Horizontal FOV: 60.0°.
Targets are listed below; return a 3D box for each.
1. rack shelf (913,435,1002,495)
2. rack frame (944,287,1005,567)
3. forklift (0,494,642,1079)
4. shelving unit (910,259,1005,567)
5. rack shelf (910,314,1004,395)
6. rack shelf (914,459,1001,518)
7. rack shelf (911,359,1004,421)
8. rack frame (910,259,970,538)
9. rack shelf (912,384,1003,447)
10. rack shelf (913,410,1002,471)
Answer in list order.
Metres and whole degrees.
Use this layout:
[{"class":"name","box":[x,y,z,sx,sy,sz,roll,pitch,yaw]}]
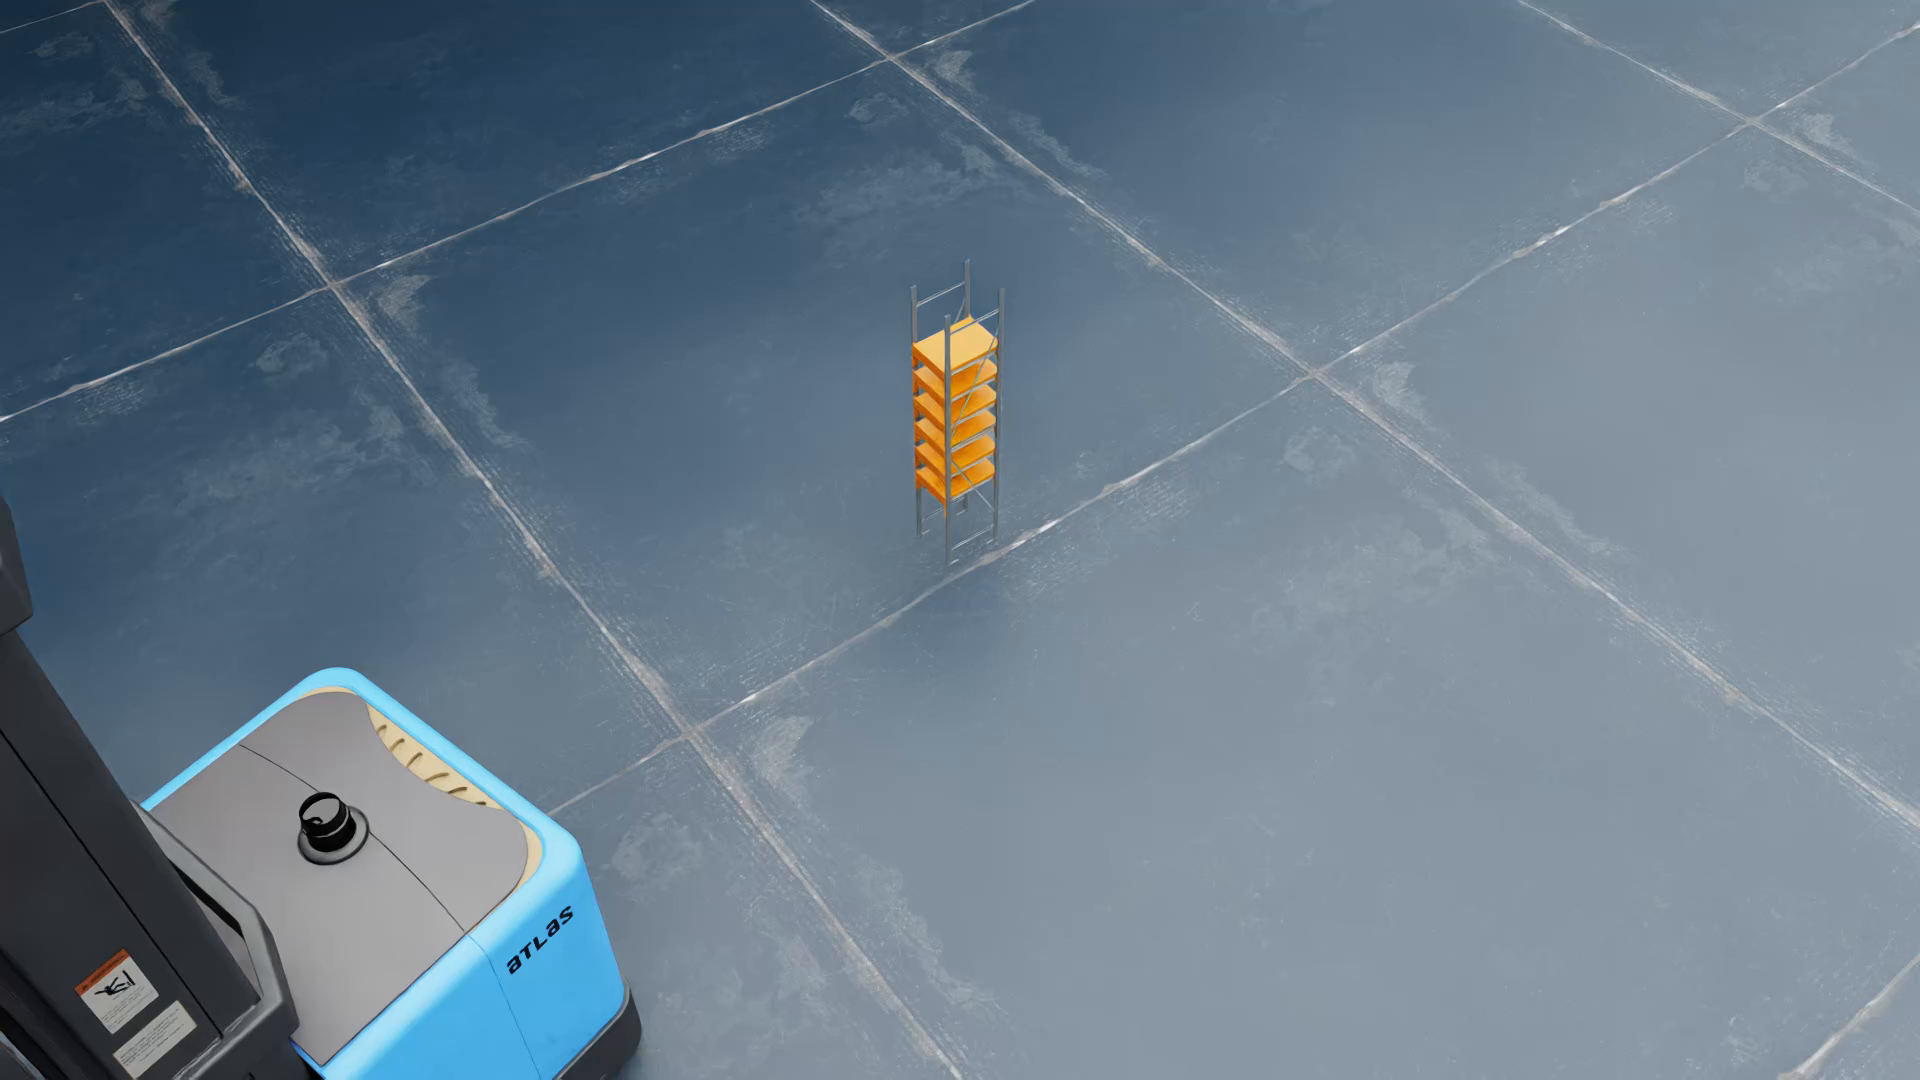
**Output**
[{"class":"rack shelf","box":[-0.009,-0.301,5.935,0.258,0.103,0.180,-29,54,-24]},{"class":"rack frame","box":[0.047,-0.358,5.764,0.240,1.200,0.006,-29,54,-24]},{"class":"forklift","box":[-2.229,1.139,3.239,1.130,2.935,3.031,30,54,24]},{"class":"shelving unit","box":[-0.009,-0.412,5.813,0.258,1.200,0.189,-29,54,-24]},{"class":"rack shelf","box":[-0.009,-0.623,5.579,0.258,0.103,0.180,-29,54,-24]},{"class":"rack shelf","box":[-0.009,-0.220,6.024,0.258,0.103,0.180,-29,54,-24]},{"class":"rack shelf","box":[-0.009,-0.543,5.668,0.258,0.103,0.180,-29,54,-24]},{"class":"rack frame","box":[-0.064,-0.465,5.862,0.240,1.200,0.006,-29,54,-24]},{"class":"rack shelf","box":[-0.009,-0.462,5.757,0.258,0.103,0.180,-29,54,-24]},{"class":"rack shelf","box":[-0.009,-0.382,5.846,0.258,0.103,0.180,-29,54,-24]}]
